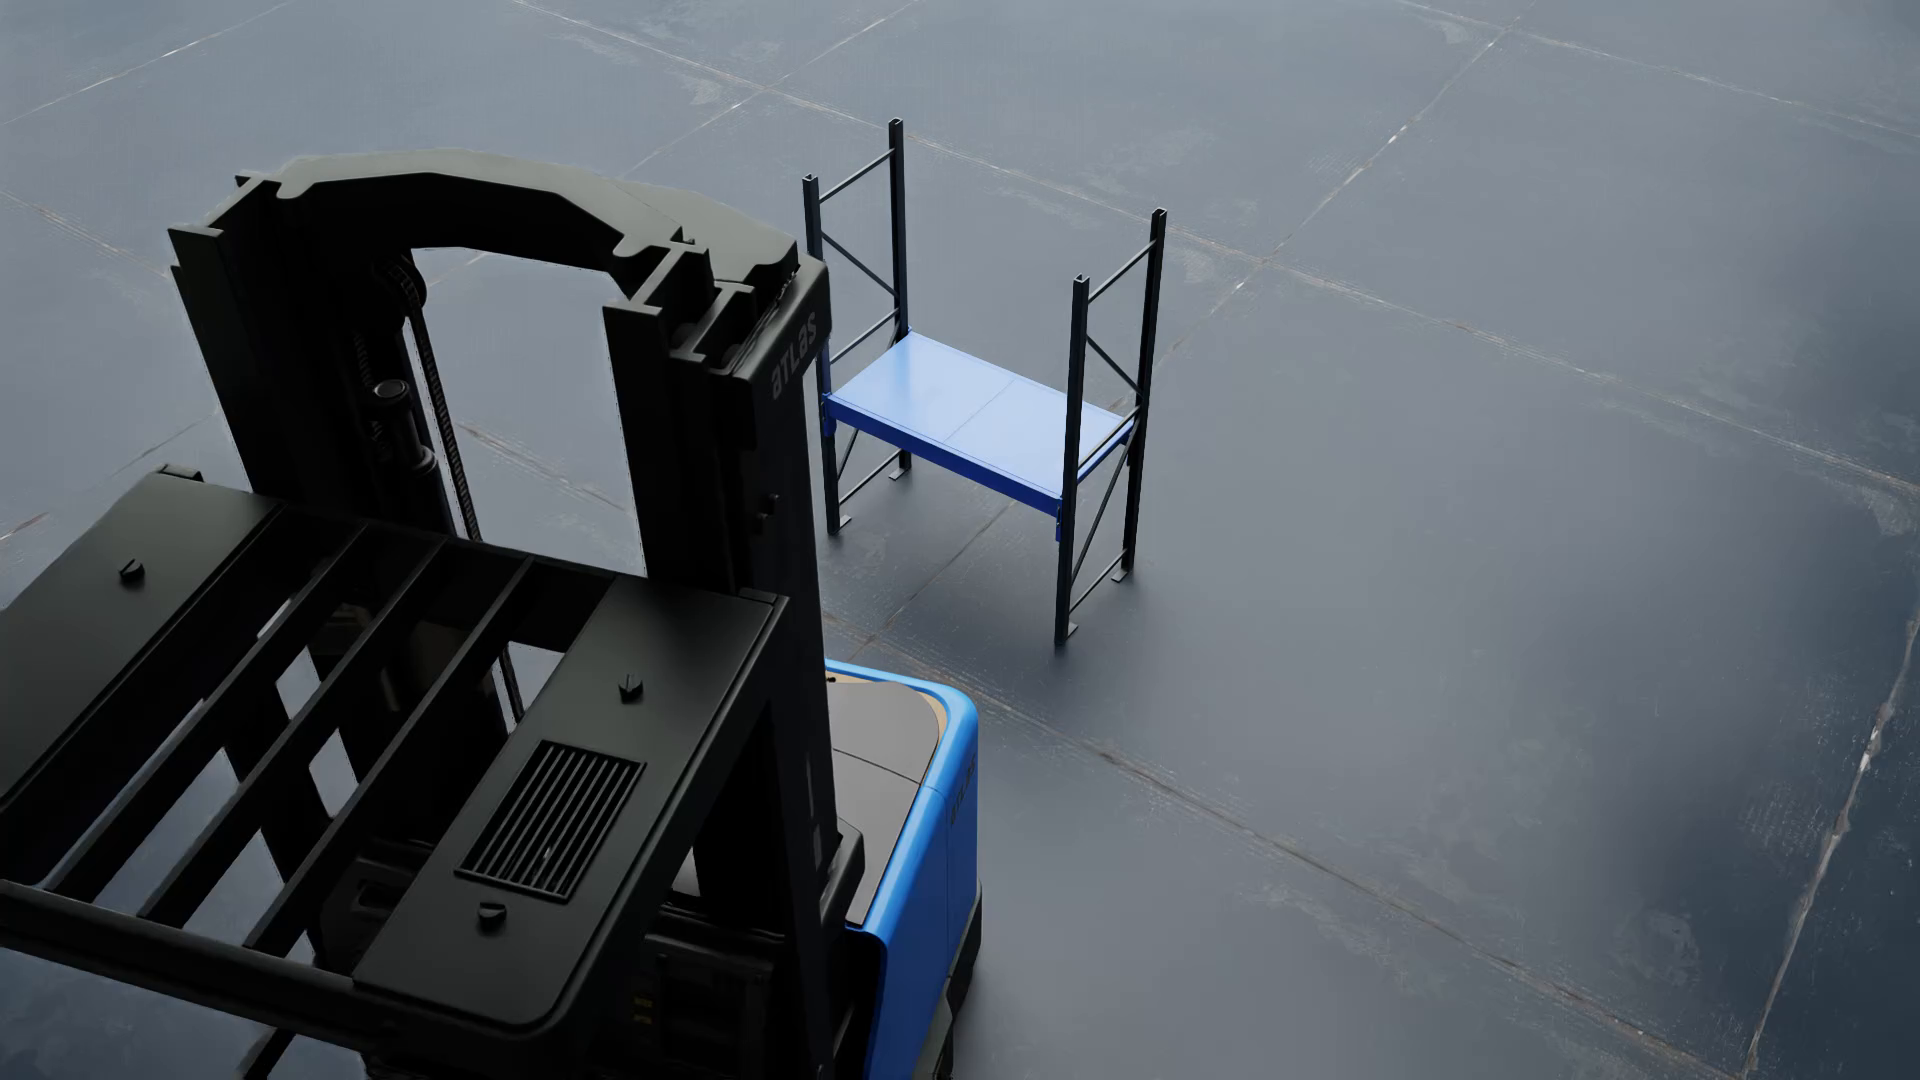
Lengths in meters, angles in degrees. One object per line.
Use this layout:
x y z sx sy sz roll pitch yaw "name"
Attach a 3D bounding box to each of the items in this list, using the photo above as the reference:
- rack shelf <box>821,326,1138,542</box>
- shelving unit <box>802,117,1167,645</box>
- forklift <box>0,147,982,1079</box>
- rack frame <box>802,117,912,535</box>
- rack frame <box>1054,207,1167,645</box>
0.070 -0.392 5.833 1.000 0.185 0.538 25 48 25 "rack shelf"
0.070 -0.526 5.713 1.048 1.500 0.538 25 48 25 "shelving unit"
-0.853 0.939 3.002 1.130 2.935 3.031 11 43 12 "forklift"
-0.346 -0.721 5.931 0.032 1.500 0.500 25 48 25 "rack frame"
0.486 -0.332 5.496 0.032 1.500 0.500 25 48 25 "rack frame"
